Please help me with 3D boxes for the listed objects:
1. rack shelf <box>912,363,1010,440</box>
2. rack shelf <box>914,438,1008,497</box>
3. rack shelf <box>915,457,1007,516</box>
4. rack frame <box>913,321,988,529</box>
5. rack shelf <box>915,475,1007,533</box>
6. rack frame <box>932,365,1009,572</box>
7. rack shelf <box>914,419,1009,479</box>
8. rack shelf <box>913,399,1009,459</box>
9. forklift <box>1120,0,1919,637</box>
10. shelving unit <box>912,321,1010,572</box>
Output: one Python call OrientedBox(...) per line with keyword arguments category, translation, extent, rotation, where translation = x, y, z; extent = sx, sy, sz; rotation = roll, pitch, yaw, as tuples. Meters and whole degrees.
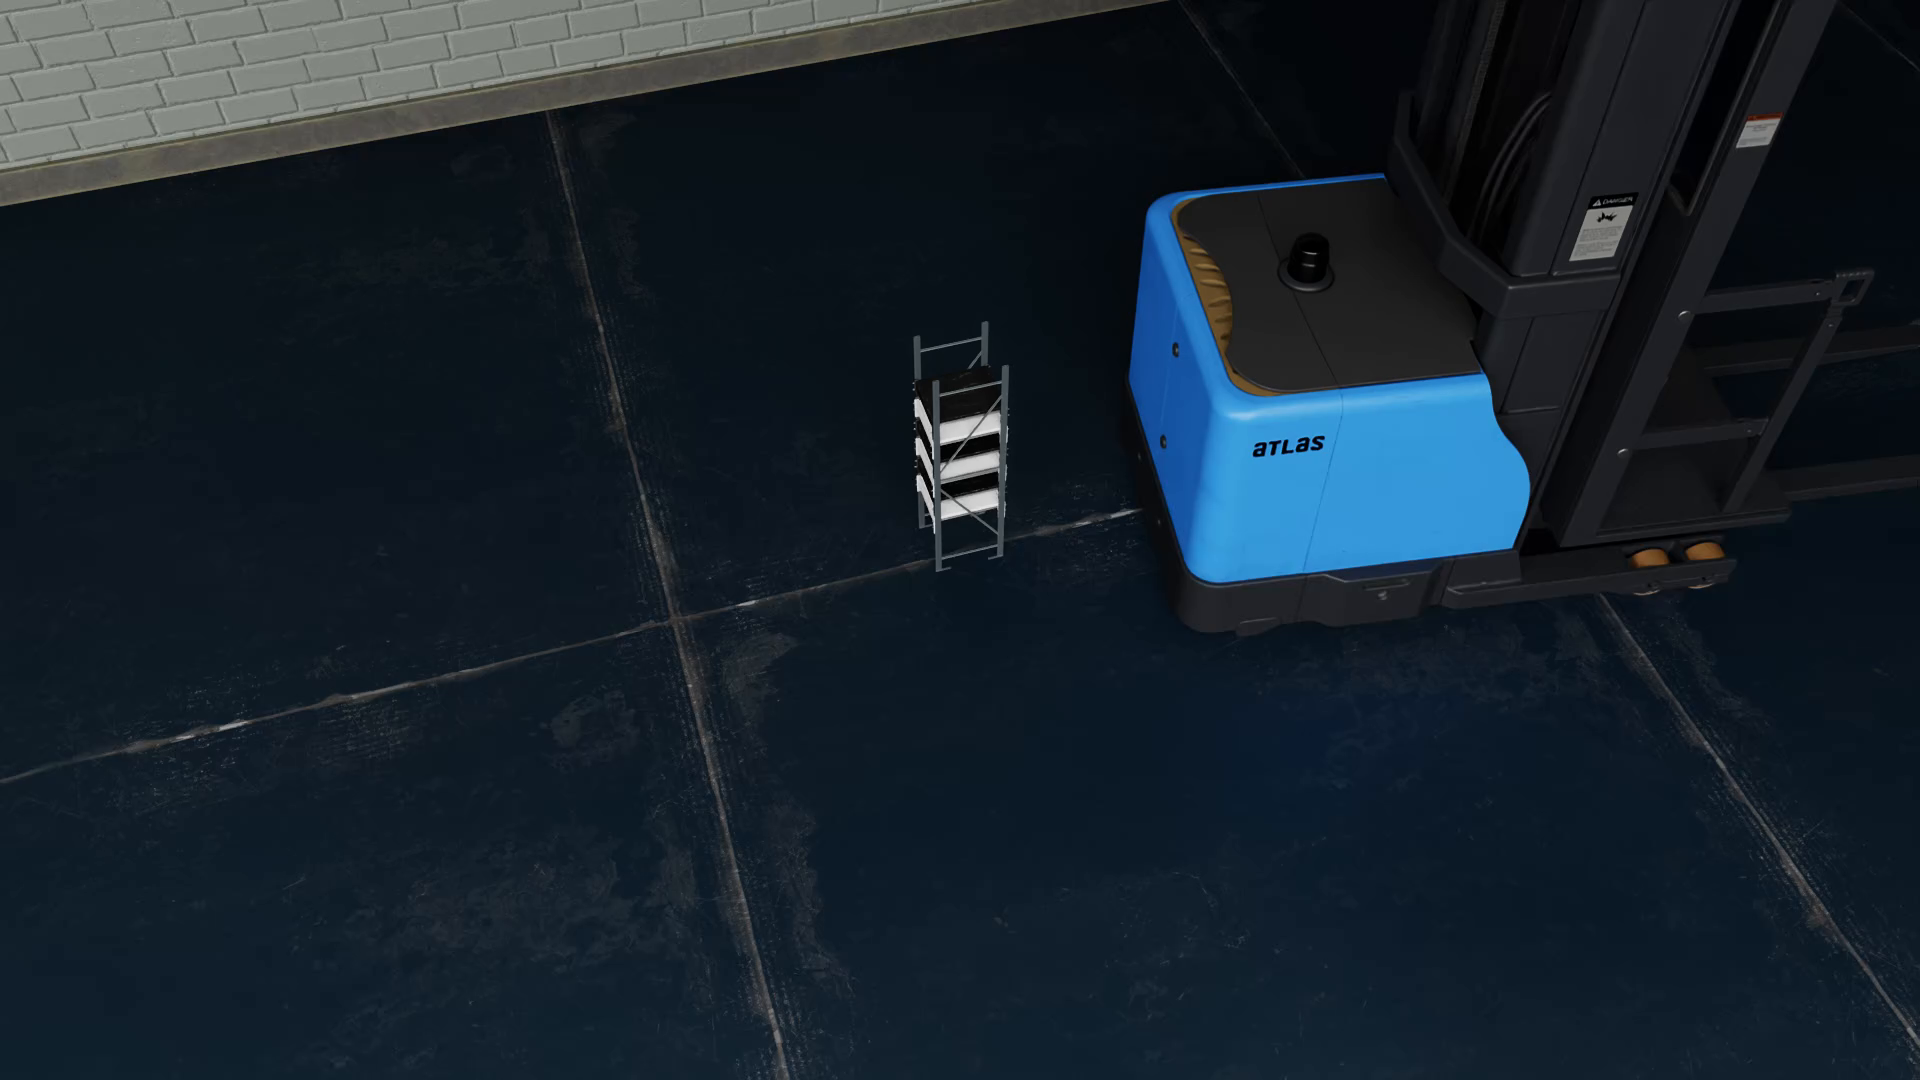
OrientedBox(category="rack shelf", translation=(0.002, -0.437, 5.220), extent=(0.258, 0.077, 0.200), rotation=(-13, 51, -11))
OrientedBox(category="rack shelf", translation=(0.002, -0.263, 5.426), extent=(0.258, 0.077, 0.200), rotation=(-13, 51, -11))
OrientedBox(category="rack shelf", translation=(0.002, -0.205, 5.495), extent=(0.258, 0.077, 0.200), rotation=(-13, 51, -11))
OrientedBox(category="rack frame", translation=(-0.028, -0.358, 5.464), extent=(0.240, 0.900, 0.006), rotation=(-13, 51, -11))
OrientedBox(category="rack shelf", translation=(0.002, -0.147, 5.564), extent=(0.258, 0.077, 0.200), rotation=(-13, 51, -11))
OrientedBox(category="rack frame", translation=(0.032, -0.210, 5.338), extent=(0.240, 0.900, 0.006), rotation=(-13, 51, -11))
OrientedBox(category="rack shelf", translation=(0.002, -0.321, 5.358), extent=(0.258, 0.077, 0.200), rotation=(-13, 51, -11))
OrientedBox(category="rack shelf", translation=(0.002, -0.379, 5.289), extent=(0.258, 0.077, 0.200), rotation=(-13, 51, -11))
OrientedBox(category="forklift", translation=(2.138, -1.155, 4.807), extent=(3.031, 2.935, 1.130), rotation=(-7, 50, -6))
OrientedBox(category="shelving unit", translation=(0.002, -0.284, 5.401), extent=(0.258, 0.900, 0.210), rotation=(-13, 51, -11))
